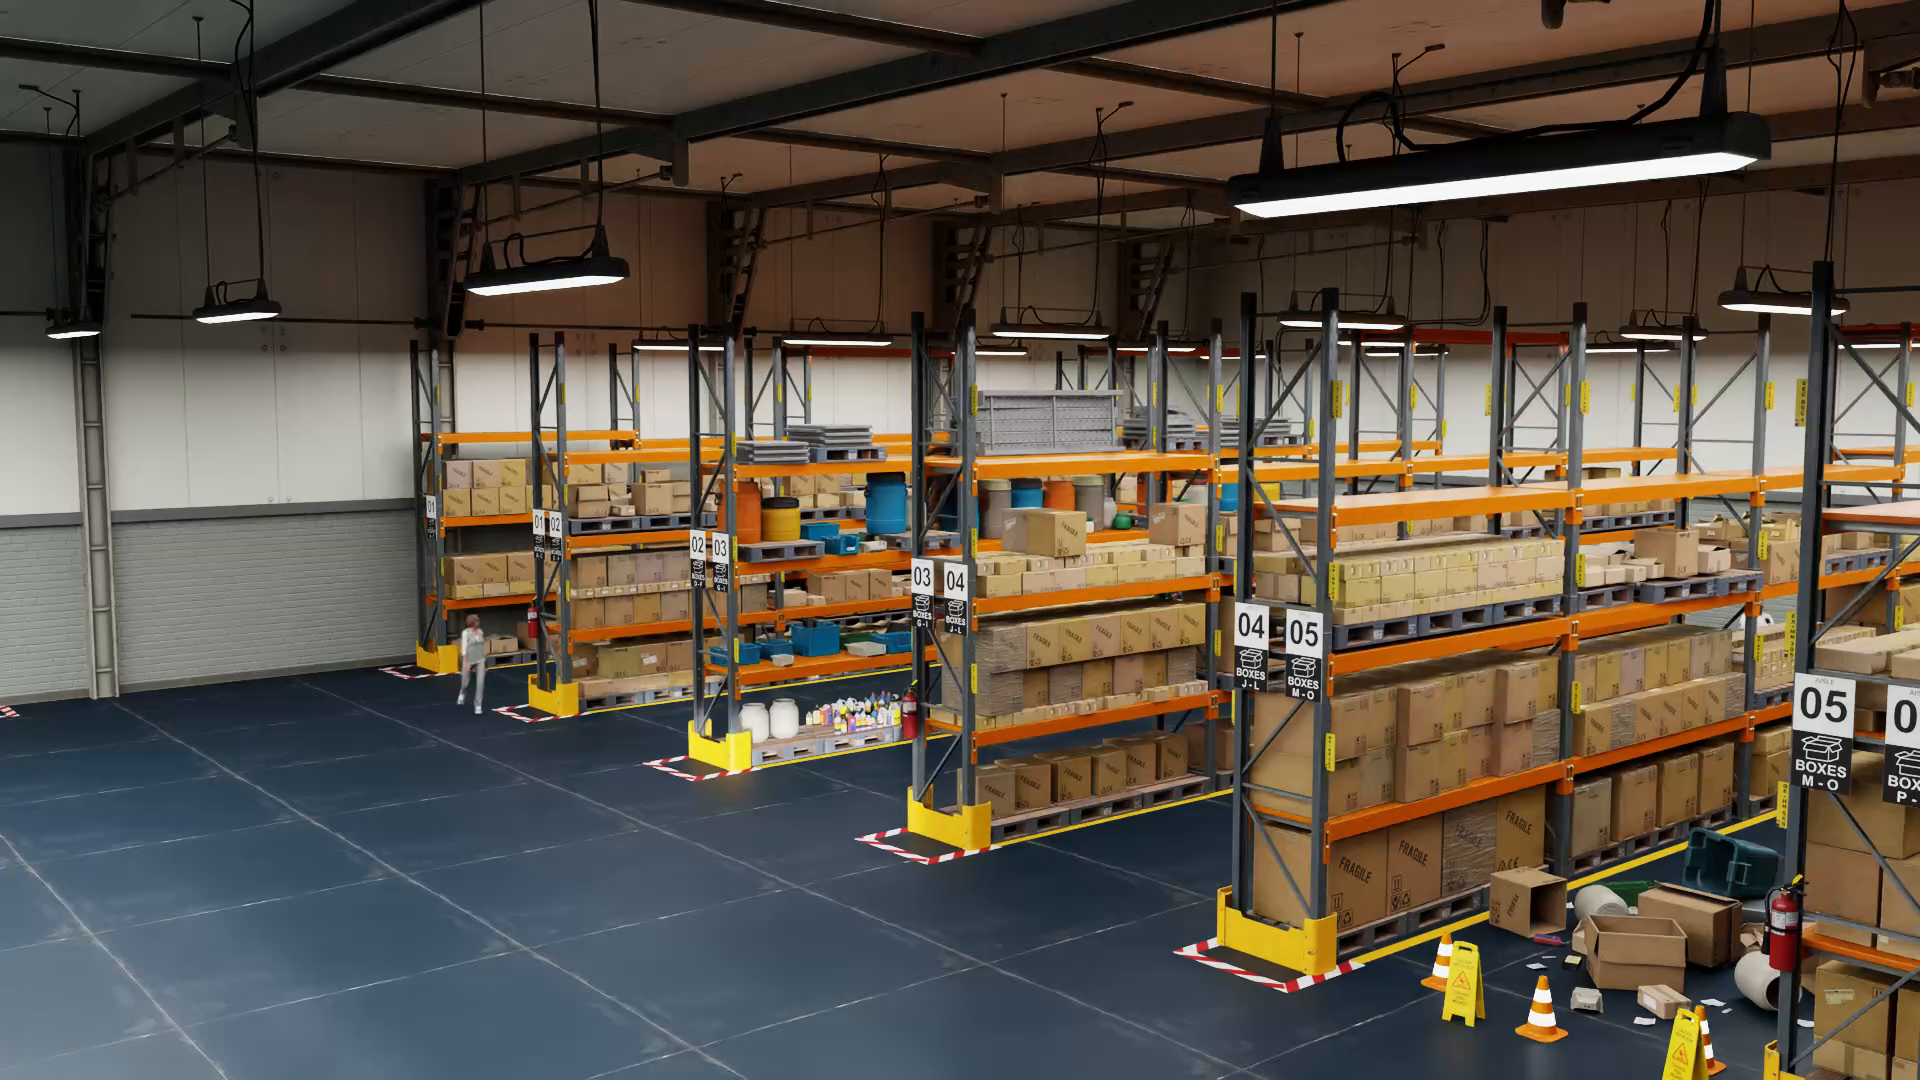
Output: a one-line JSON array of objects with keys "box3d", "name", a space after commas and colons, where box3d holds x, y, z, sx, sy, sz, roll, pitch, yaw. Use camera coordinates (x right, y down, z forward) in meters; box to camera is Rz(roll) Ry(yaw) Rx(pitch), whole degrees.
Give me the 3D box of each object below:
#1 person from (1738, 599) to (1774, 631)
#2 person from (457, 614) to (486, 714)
[{"box3d": [12.952, 1.805, 27.052, 0.601, 1.781, 0.466, 1, 5, 8], "name": "person"}, {"box3d": [-7.745, 1.937, 26.372, 0.416, 1.560, 0.747, -2, 6, -23], "name": "person"}]
